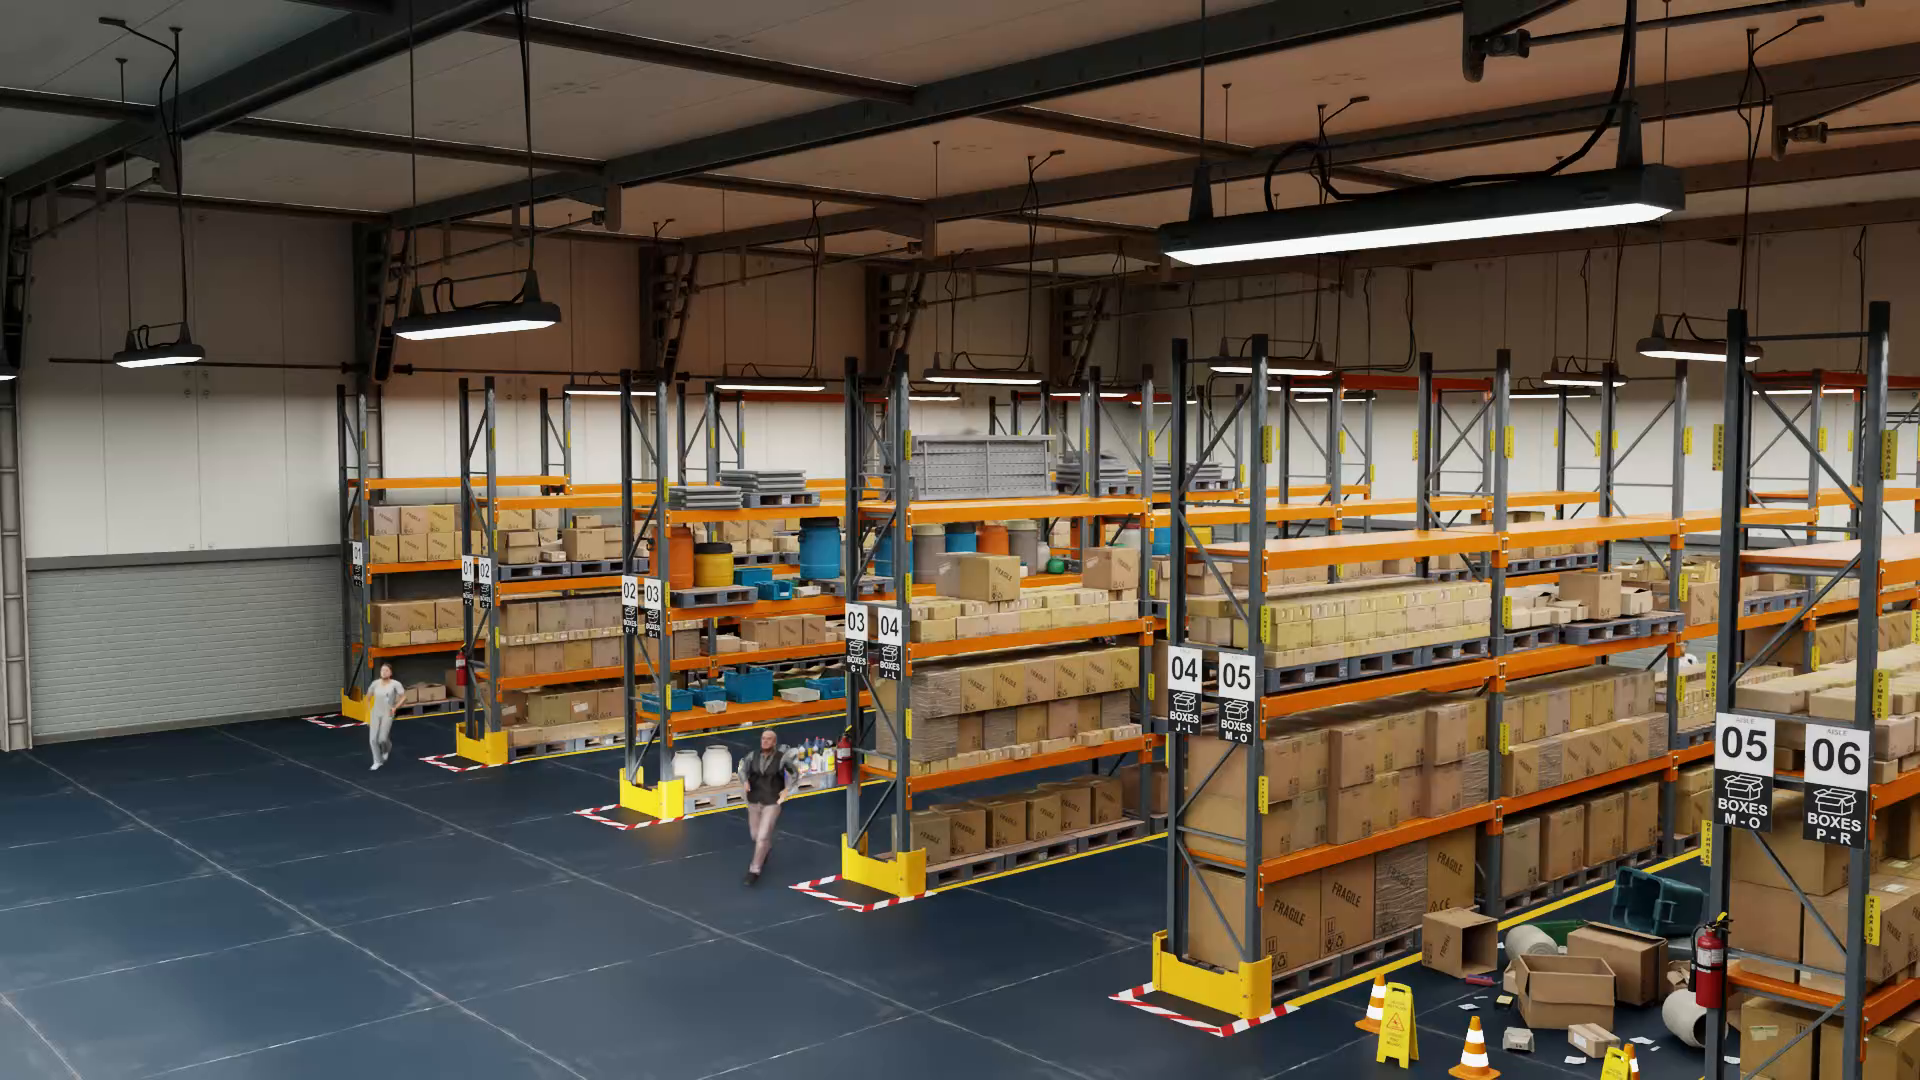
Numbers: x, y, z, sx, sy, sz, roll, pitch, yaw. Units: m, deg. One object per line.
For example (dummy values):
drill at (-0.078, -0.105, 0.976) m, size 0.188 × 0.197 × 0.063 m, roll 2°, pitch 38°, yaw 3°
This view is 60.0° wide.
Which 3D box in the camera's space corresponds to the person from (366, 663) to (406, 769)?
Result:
person at (-8.813, 2.692, 25.480) m, size 0.588 × 1.621 × 0.601 m, roll 0°, pitch 4°, yaw 1°

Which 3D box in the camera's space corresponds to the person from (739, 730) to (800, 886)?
person at (-2.225, 3.042, 19.169) m, size 0.687 × 1.718 × 0.909 m, roll 1°, pitch 4°, yaw 16°

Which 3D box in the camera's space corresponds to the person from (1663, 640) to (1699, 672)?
person at (12.396, 2.495, 28.456) m, size 0.622 × 1.625 × 0.488 m, roll 1°, pitch 4°, yaw 10°
